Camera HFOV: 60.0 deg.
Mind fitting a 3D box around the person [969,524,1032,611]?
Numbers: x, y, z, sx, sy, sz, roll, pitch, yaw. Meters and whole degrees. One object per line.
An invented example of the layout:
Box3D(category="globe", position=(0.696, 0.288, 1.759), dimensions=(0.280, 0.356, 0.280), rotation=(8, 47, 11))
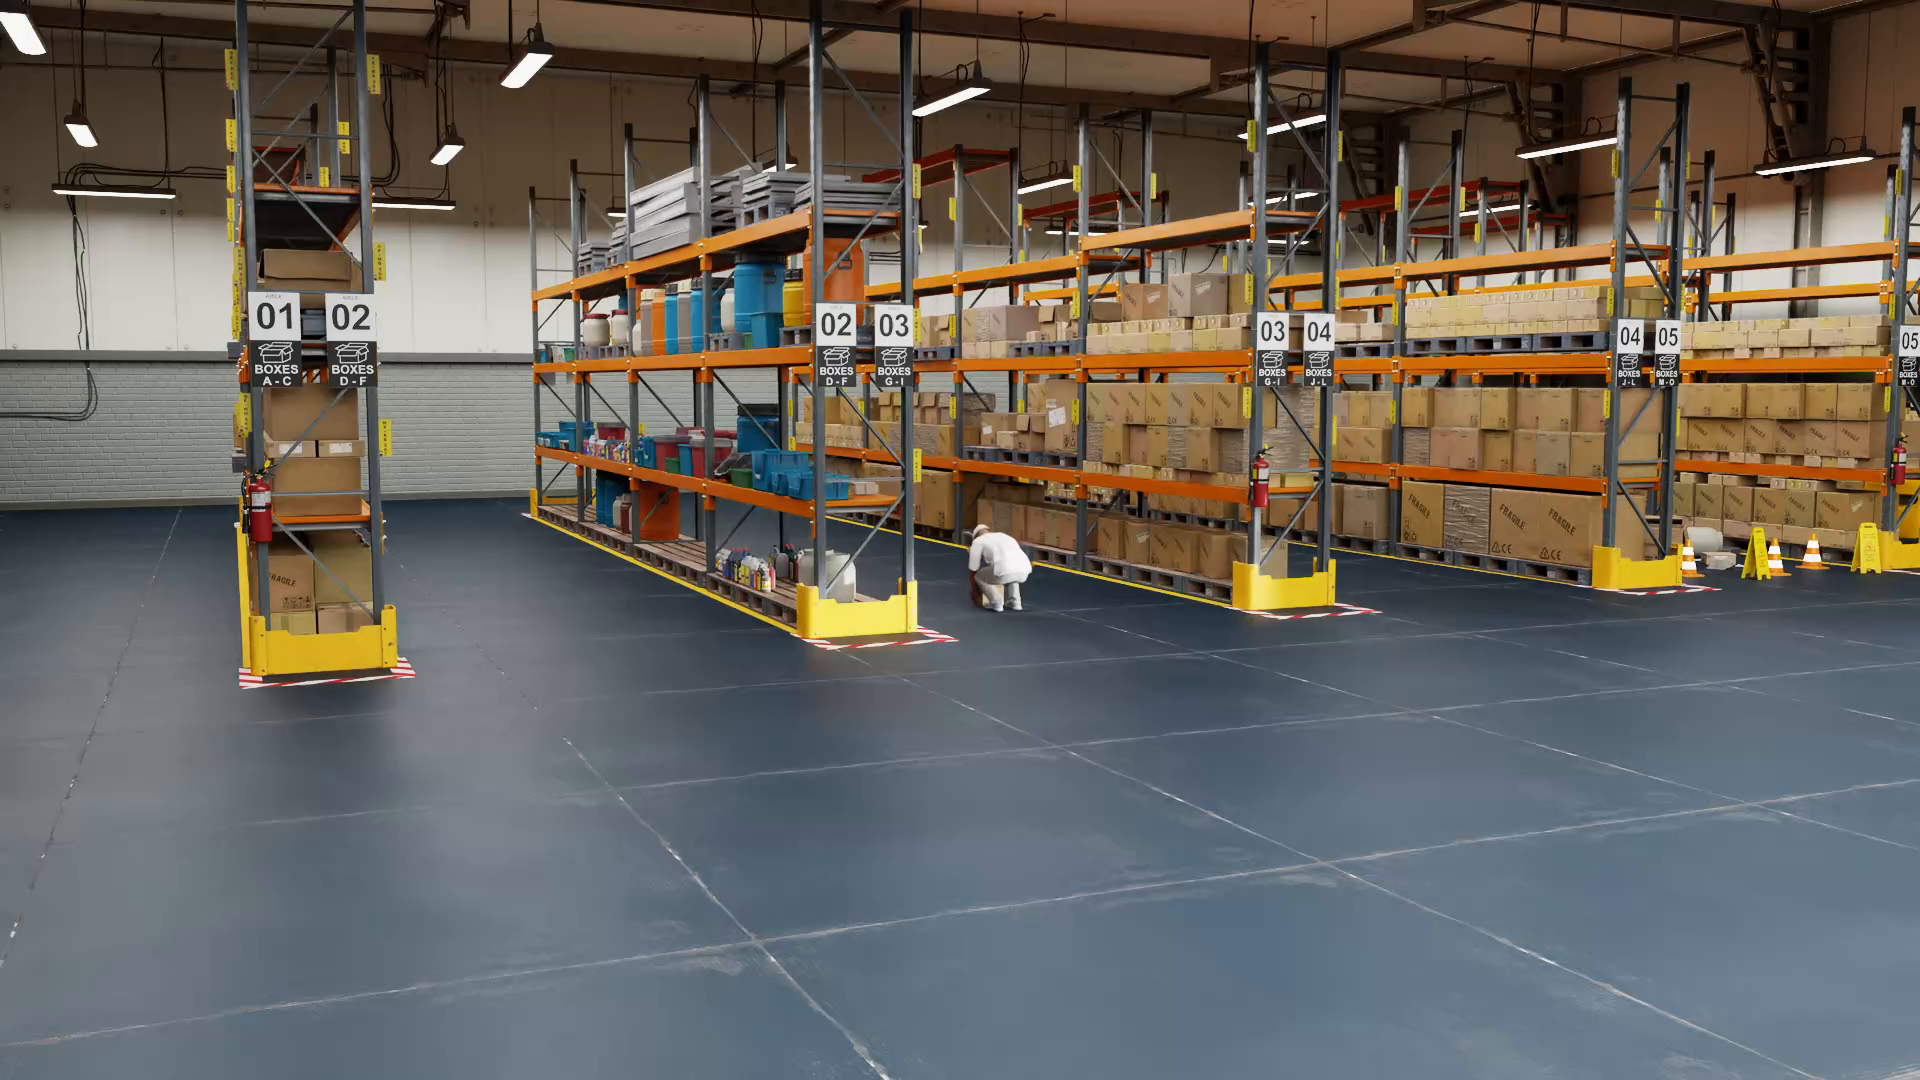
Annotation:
Box3D(category="person", position=(0.400, 0.301, 18.140), dimensions=(0.560, 0.895, 0.895), rotation=(-2, 6, -24))
